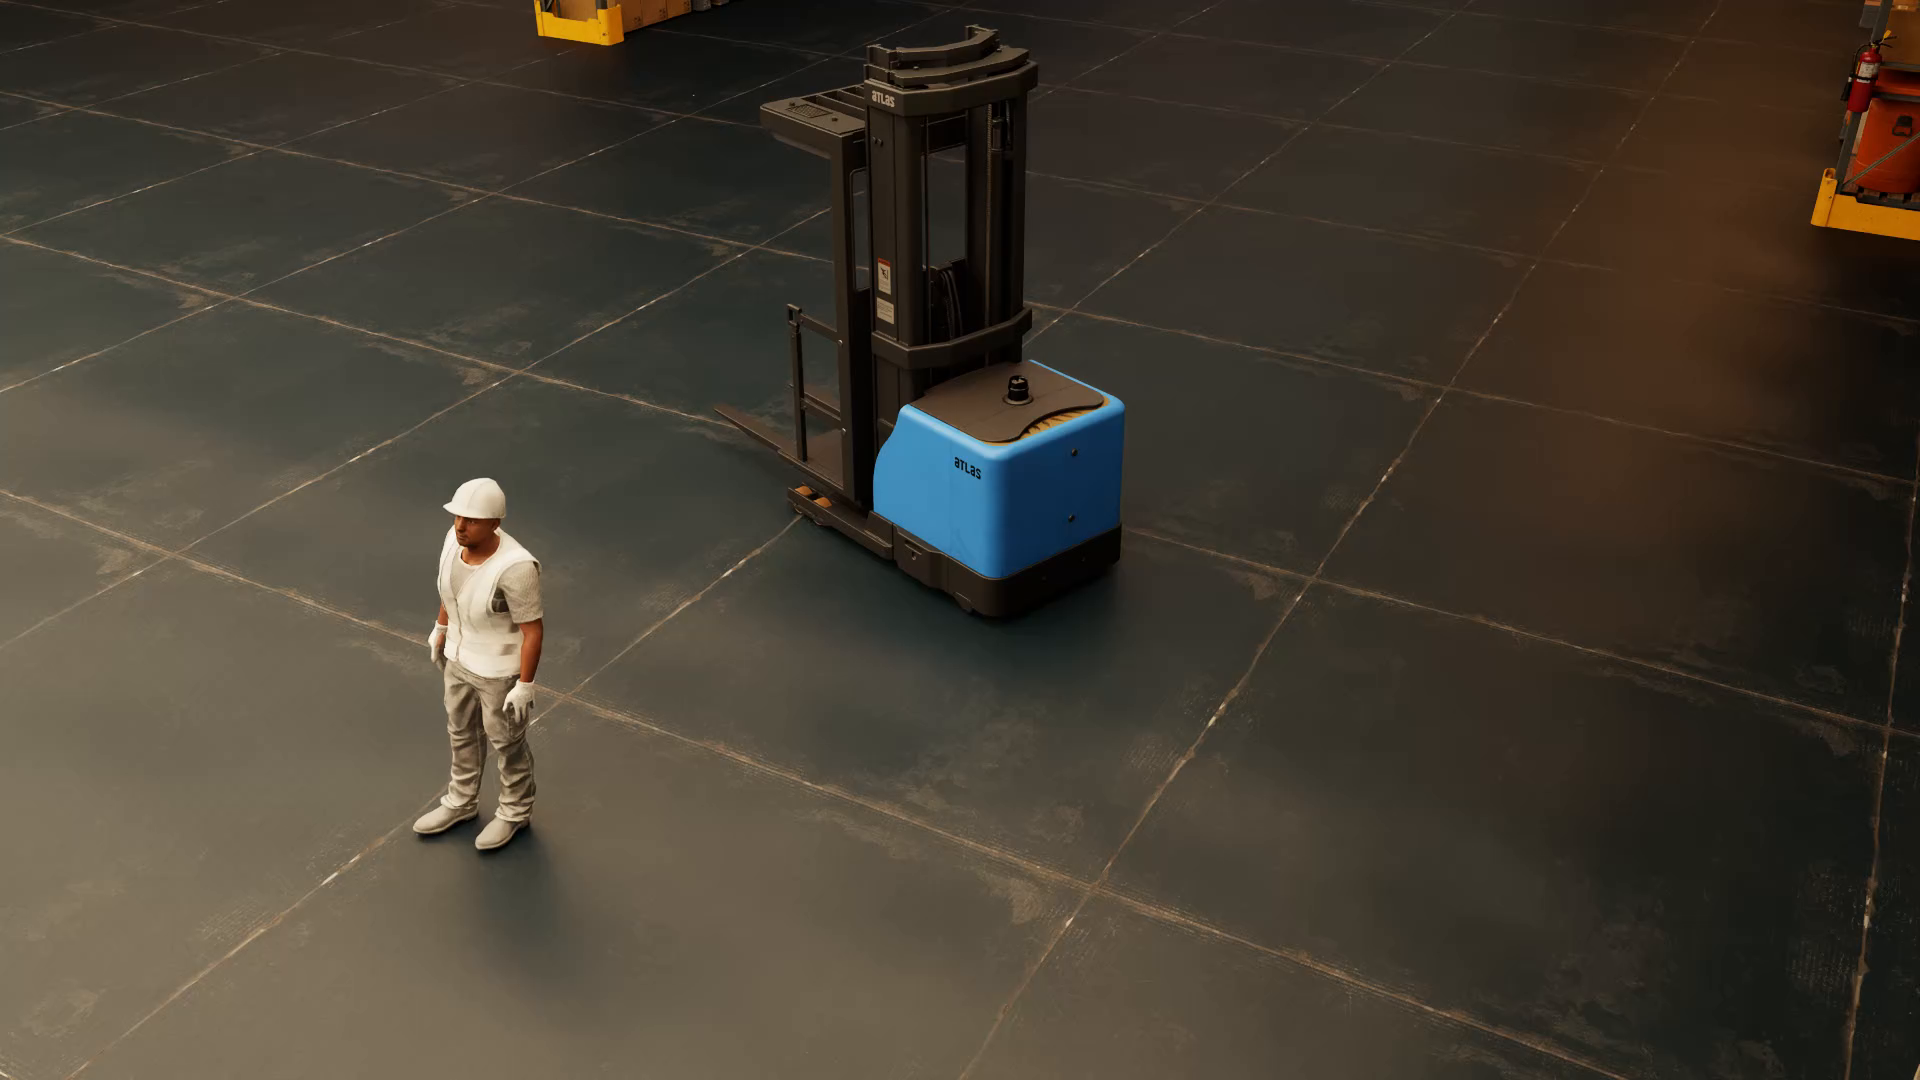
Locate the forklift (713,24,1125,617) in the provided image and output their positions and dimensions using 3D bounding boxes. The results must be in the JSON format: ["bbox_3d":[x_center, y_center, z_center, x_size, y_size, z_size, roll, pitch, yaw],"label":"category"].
[{"bbox_3d":[-0.412,-1.507,9.682,1.130,2.935,3.031,-23,37,-35],"label":"forklift"}]

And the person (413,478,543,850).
[{"bbox_3d":[-2.112,0.563,7.230,0.656,1.784,0.575,22,37,34],"label":"person"}]
